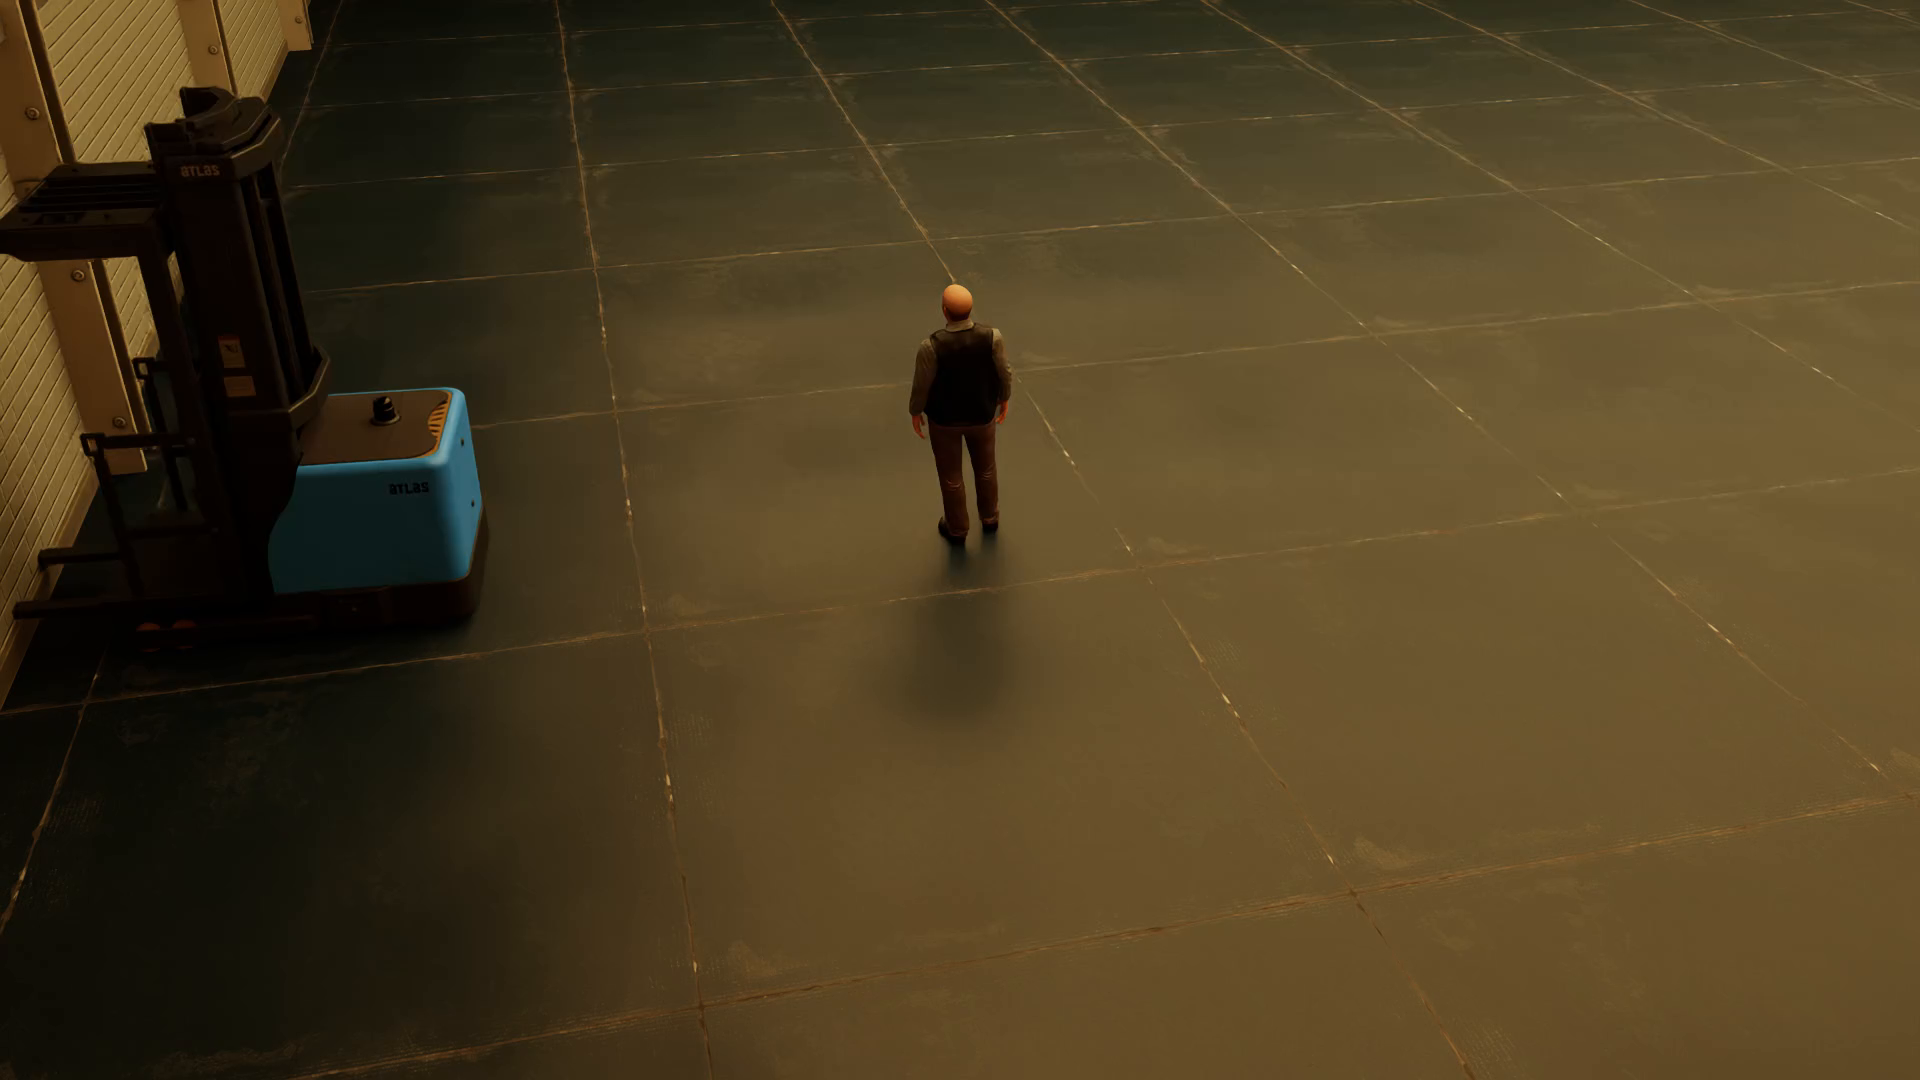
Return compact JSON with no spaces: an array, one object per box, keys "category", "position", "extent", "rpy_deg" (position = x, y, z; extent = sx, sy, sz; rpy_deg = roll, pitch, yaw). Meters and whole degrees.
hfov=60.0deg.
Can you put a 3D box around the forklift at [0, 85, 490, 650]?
[{"category":"forklift","position":[-4.380,-0.916,9.157],"extent":[3.031,2.935,1.130],"rpy_deg":[-4,30,-7]}]

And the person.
[{"category":"person","position":[-0.008,-0.783,10.120],"extent":[0.633,1.722,0.566],"rpy_deg":[-7,31,-12]}]
